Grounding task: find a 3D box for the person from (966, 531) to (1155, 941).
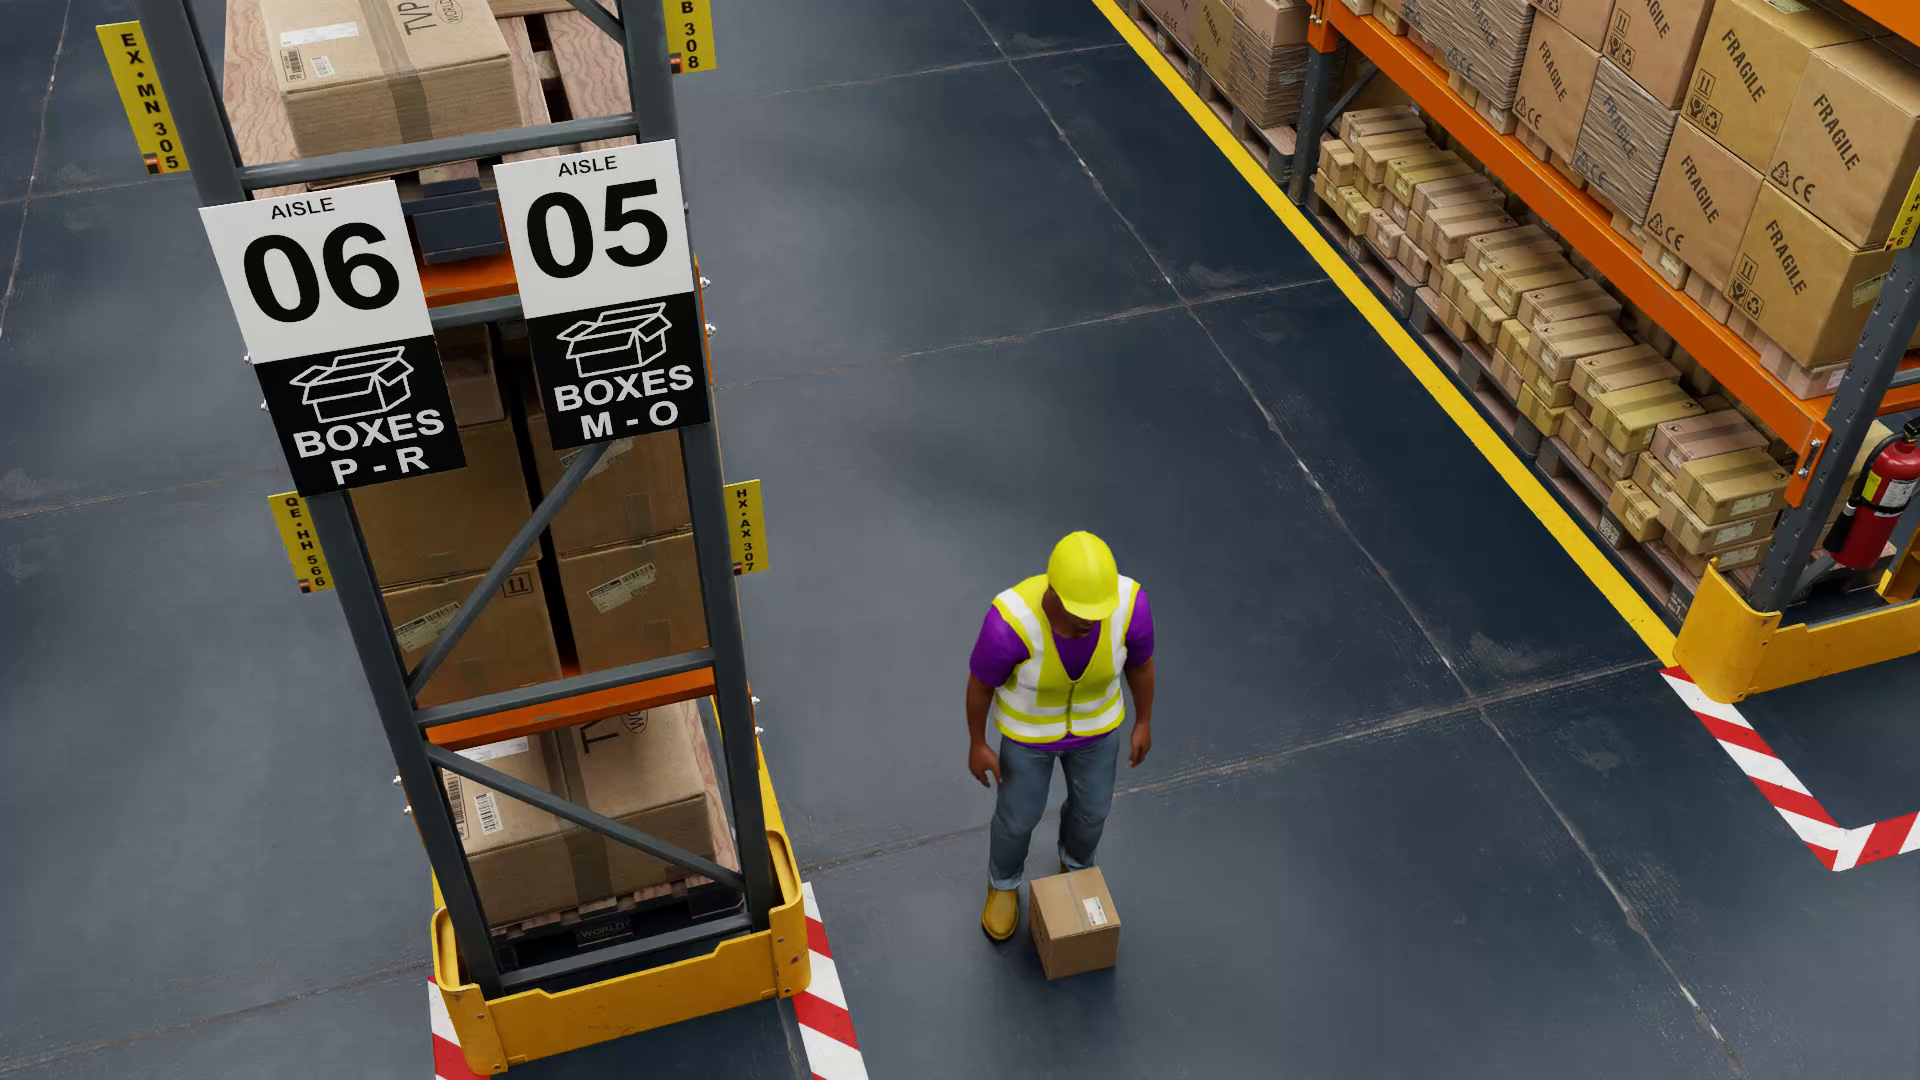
[{"bbox_3d":[0.331,0.627,5.450,0.628,1.761,0.457,-8,43,-8],"label":"person"}]
